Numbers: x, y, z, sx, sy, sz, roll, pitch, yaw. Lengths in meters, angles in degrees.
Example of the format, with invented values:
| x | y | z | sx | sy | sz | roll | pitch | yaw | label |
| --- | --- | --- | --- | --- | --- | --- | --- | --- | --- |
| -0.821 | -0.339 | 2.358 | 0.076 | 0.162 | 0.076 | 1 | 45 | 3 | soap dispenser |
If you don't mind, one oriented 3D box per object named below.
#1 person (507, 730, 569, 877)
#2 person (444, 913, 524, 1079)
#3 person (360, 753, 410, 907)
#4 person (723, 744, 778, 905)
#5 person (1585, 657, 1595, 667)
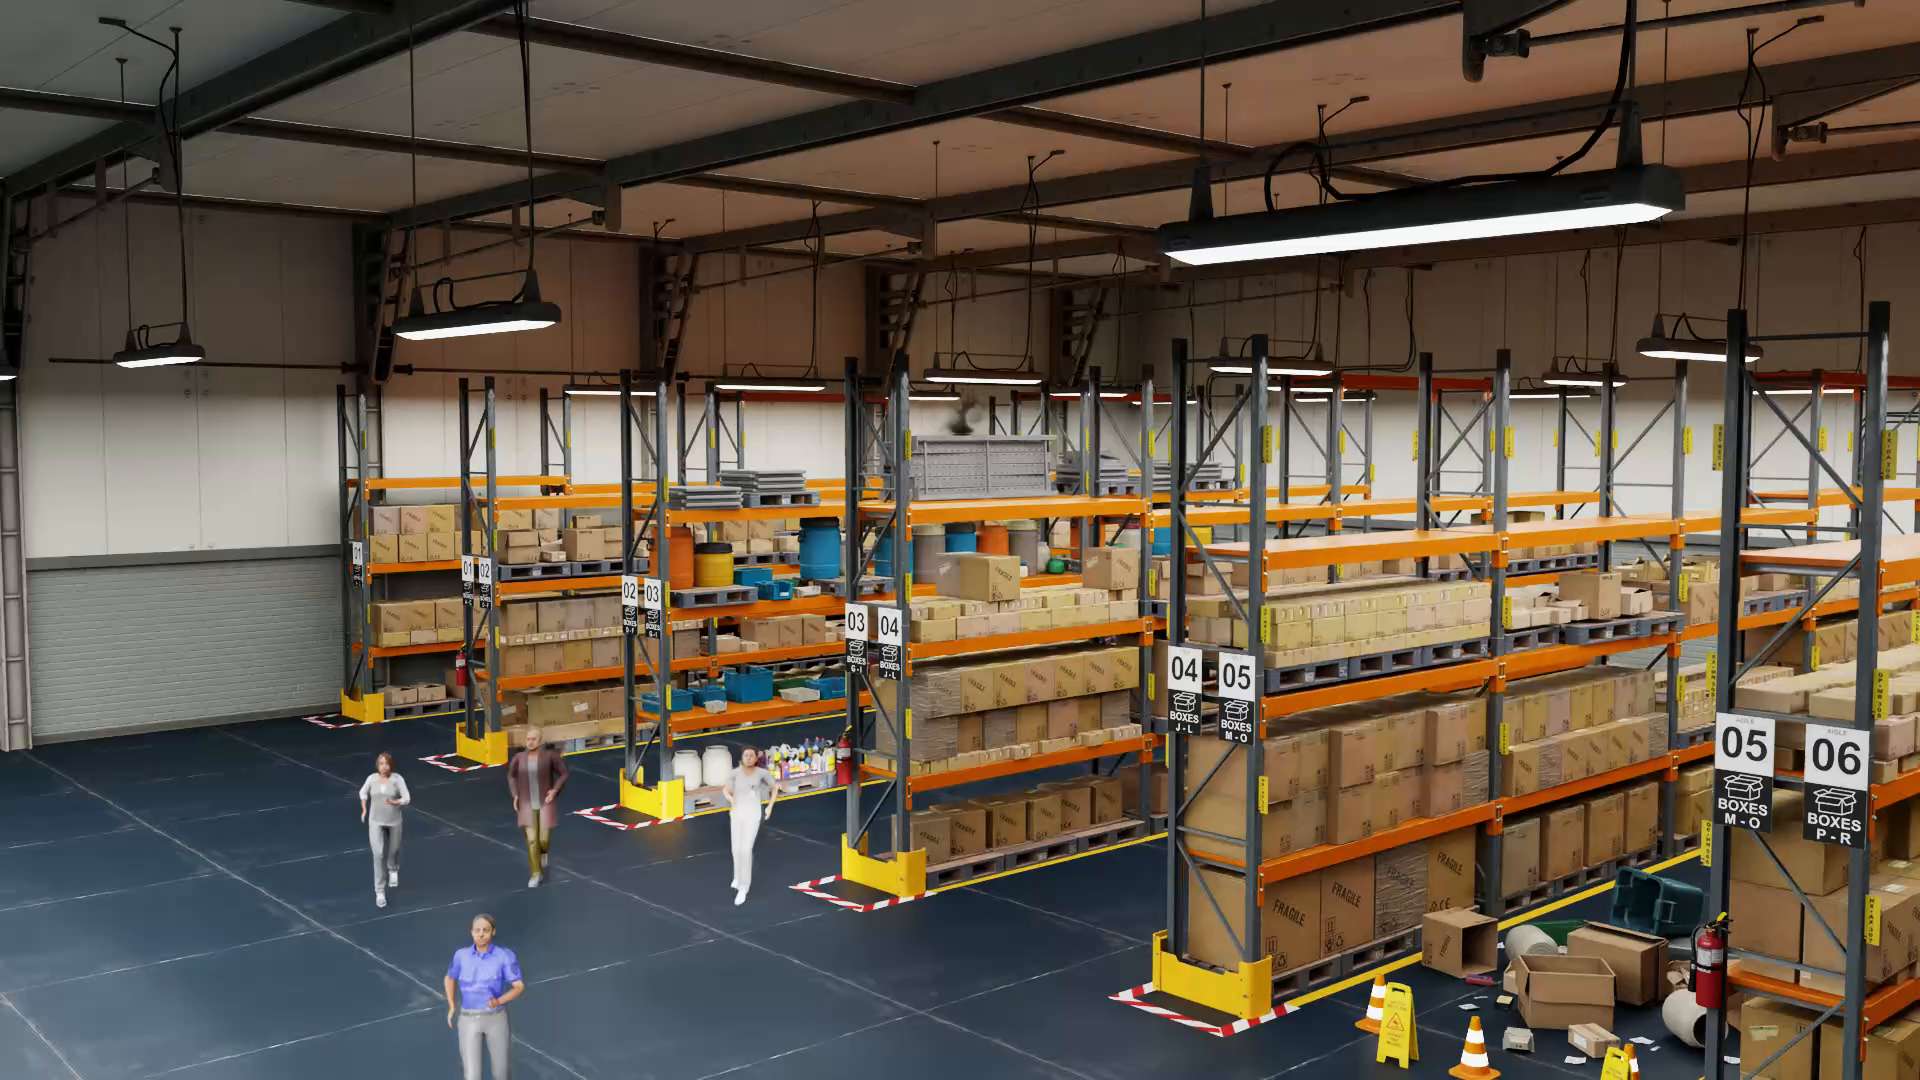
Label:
| x | y | z | sx | sy | sz | roll | pitch | yaw | label |
| --- | --- | --- | --- | --- | --- | --- | --- | --- | --- |
| -4.849 | 3.105 | 19.094 | 0.706 | 1.473 | 0.635 | 0 | 4 | -6 | person |
| -3.494 | 3.543 | 12.202 | 0.588 | 1.623 | 0.851 | -1 | 4 | -10 | person |
| -6.333 | 3.138 | 18.328 | 0.528 | 1.601 | 0.867 | -1 | 4 | -18 | person |
| -2.347 | 3.113 | 18.444 | 0.589 | 1.708 | 0.728 | 1 | 4 | 10 | person |
| 9.995 | 2.572 | 26.101 | 0.666 | 1.746 | 0.809 | 4 | 5 | 44 | person |
